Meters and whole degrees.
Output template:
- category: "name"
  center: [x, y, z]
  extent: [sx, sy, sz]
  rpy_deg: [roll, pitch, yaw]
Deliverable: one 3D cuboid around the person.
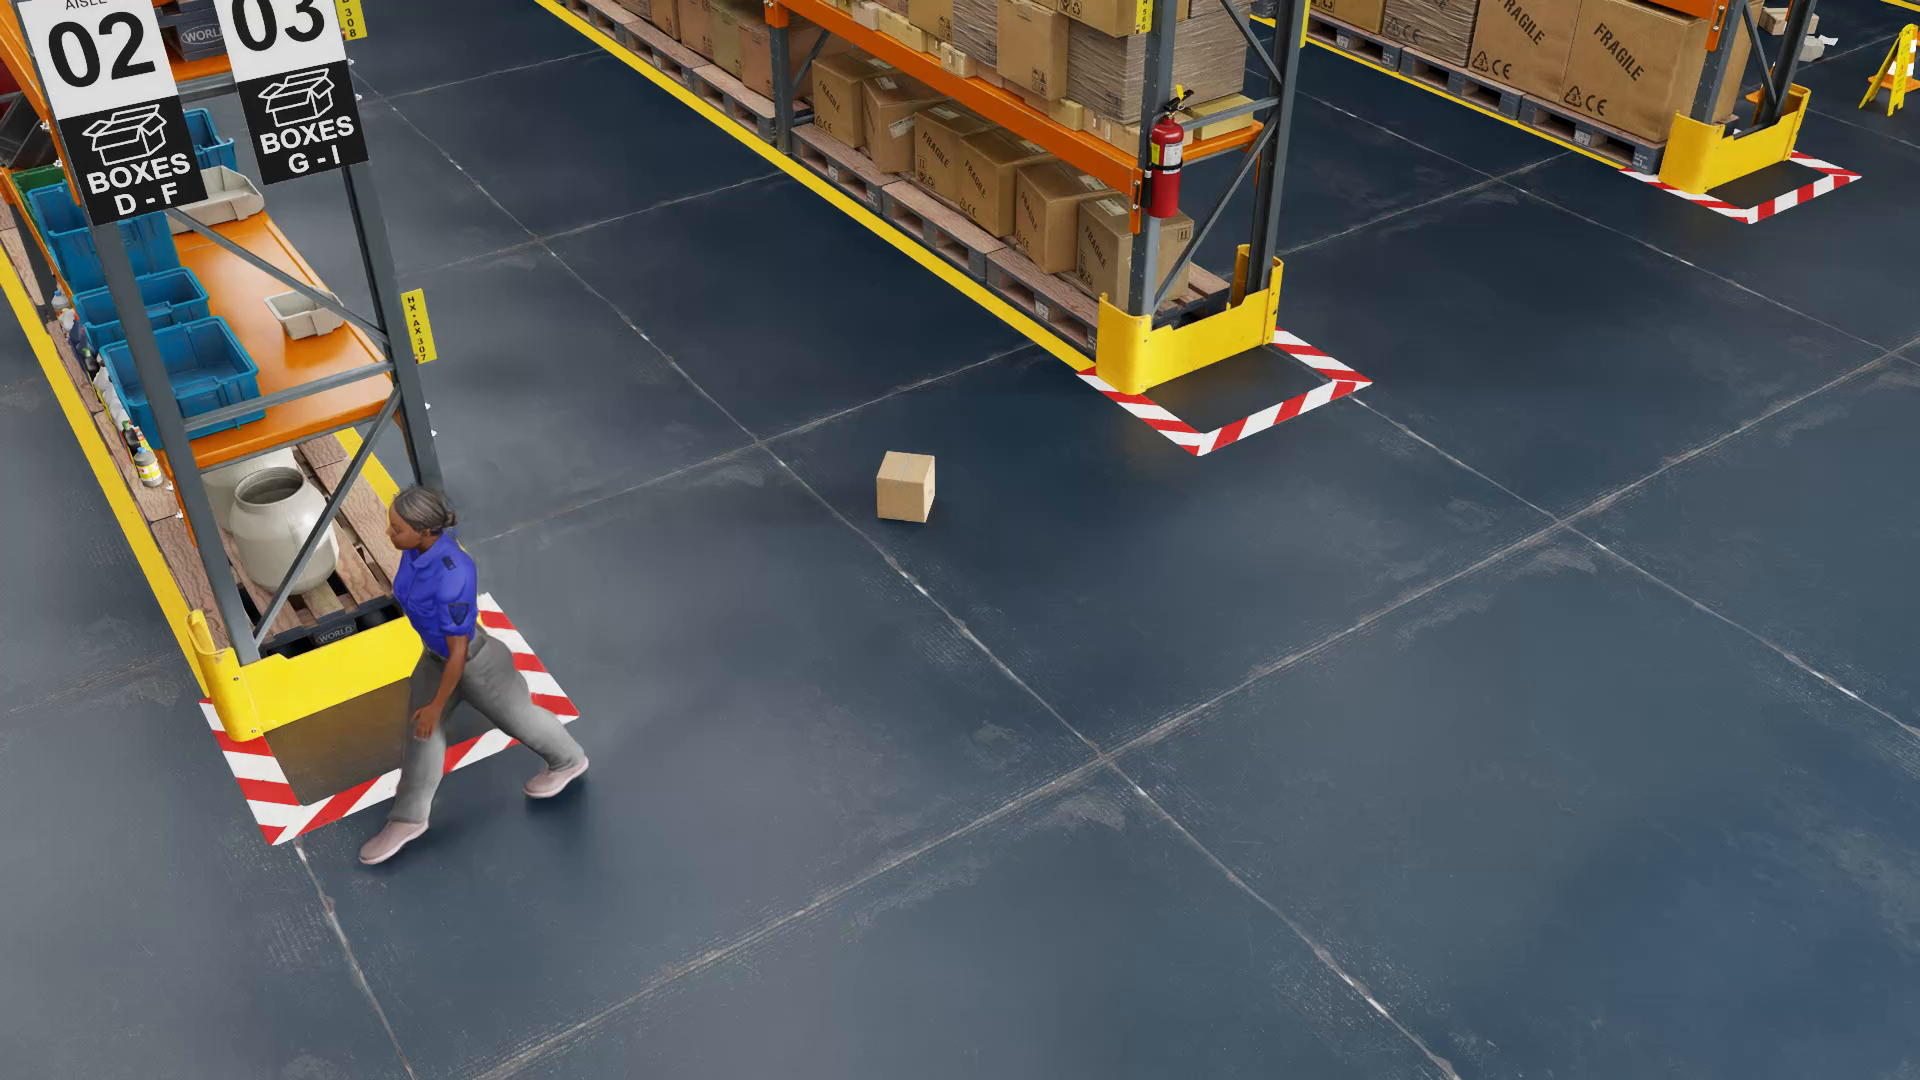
- category: "person"
  center: [-1.961, 0.492, 6.338]
  extent: [0.964, 1.615, 0.467]
  rpy_deg: [-28, 45, -32]
